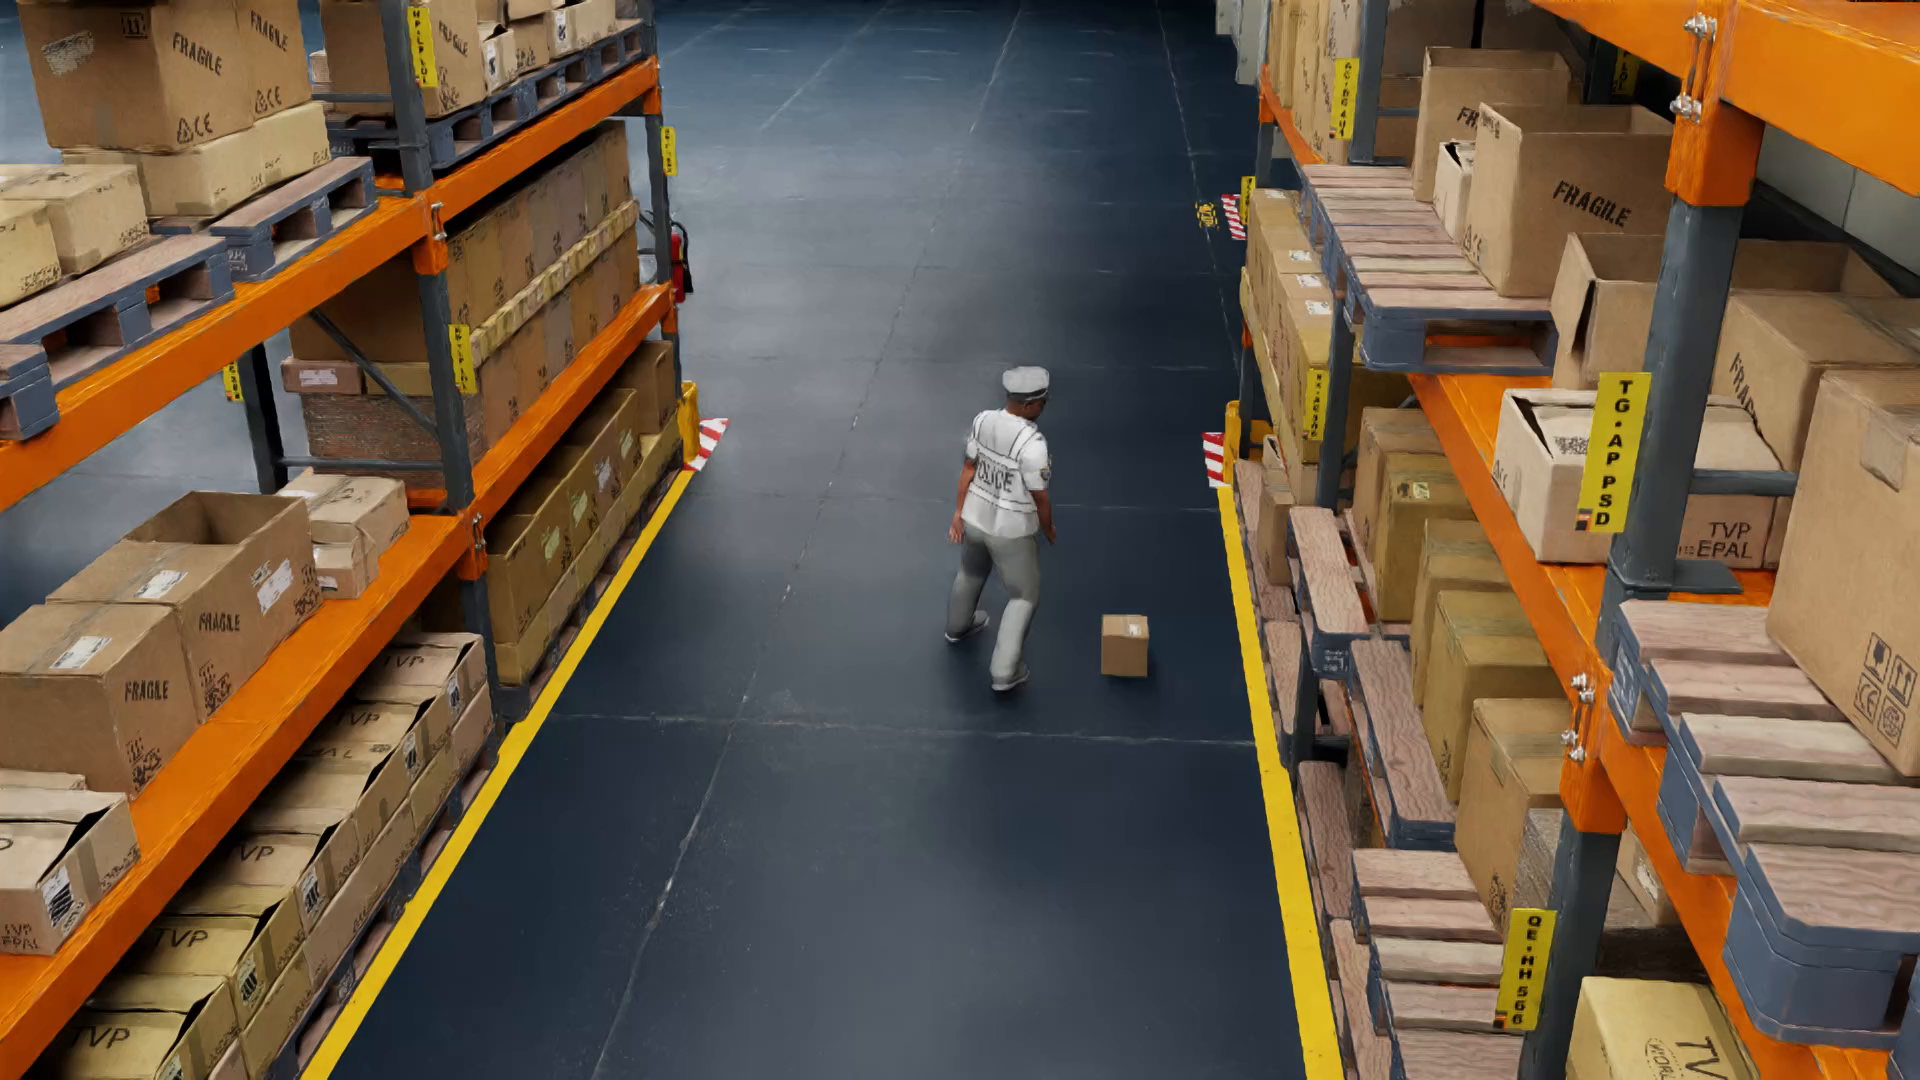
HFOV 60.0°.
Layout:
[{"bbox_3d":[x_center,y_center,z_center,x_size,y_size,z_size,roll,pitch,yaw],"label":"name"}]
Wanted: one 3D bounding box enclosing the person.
[{"bbox_3d":[0.167,-0.106,8.875,0.603,1.695,0.827,-20,31,-37],"label":"person"}]
